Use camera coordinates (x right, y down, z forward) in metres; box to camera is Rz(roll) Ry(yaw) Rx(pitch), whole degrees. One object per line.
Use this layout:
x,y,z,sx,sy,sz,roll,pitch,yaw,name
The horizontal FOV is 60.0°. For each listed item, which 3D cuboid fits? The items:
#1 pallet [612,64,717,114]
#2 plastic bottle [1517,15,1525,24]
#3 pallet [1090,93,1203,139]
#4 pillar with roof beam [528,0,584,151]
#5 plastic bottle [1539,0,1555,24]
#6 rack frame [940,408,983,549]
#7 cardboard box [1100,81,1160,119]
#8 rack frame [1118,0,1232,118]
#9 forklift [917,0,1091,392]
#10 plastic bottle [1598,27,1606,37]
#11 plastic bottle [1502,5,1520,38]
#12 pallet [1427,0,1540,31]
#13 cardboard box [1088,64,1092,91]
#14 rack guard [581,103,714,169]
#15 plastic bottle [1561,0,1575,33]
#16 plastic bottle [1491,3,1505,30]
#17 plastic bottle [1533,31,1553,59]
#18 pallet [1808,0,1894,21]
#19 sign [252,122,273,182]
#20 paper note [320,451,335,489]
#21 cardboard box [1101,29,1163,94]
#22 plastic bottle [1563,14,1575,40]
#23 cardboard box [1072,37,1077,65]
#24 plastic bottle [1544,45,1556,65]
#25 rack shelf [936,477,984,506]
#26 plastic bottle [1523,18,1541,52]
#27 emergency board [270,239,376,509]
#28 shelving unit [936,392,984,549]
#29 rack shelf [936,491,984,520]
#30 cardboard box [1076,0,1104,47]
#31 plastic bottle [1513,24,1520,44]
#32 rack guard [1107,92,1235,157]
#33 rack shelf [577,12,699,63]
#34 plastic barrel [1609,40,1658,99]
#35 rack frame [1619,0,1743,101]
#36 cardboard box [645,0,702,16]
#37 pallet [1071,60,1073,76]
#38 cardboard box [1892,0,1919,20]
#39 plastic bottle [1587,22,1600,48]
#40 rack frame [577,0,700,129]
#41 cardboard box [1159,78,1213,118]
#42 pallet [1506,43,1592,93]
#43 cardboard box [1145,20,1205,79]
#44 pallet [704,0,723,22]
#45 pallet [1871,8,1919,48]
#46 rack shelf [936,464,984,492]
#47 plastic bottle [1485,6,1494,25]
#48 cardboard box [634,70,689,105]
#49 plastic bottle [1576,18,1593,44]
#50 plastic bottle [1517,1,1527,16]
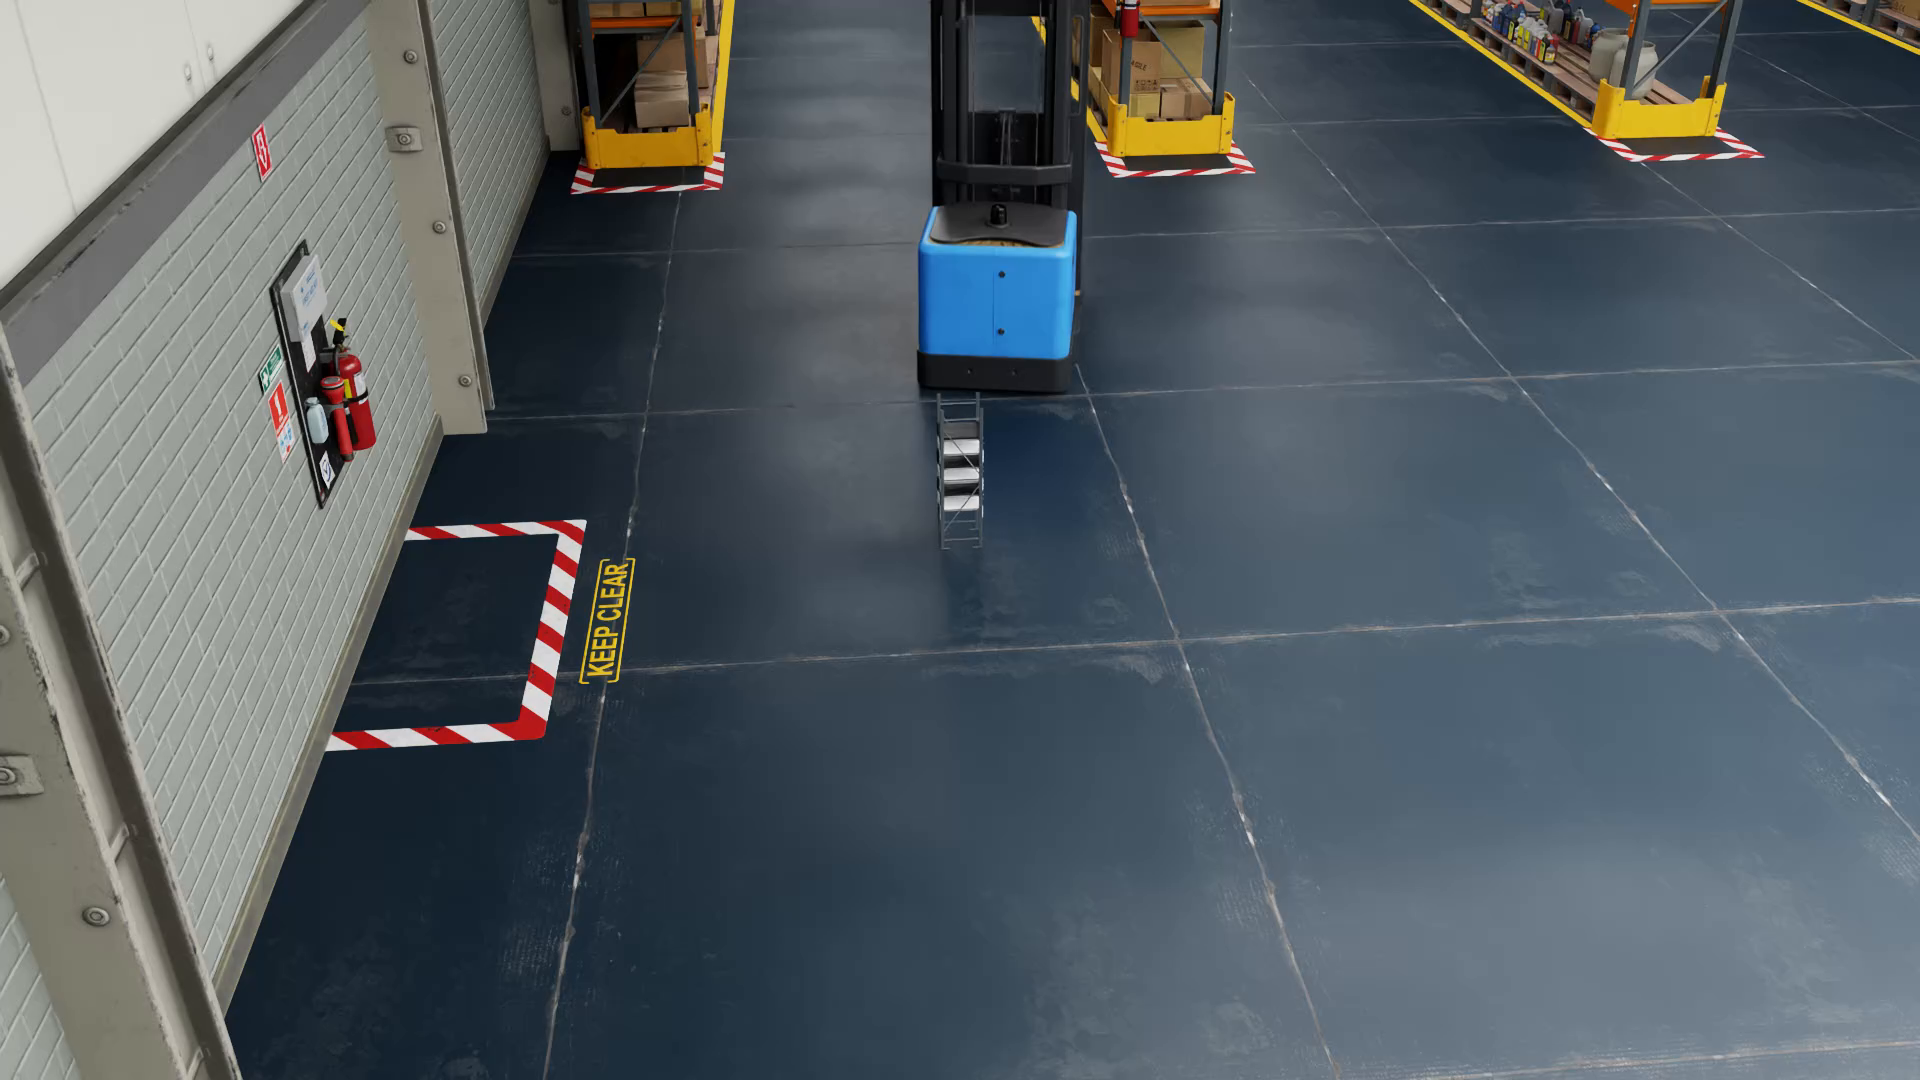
-3.079,-4.712,17.434,1.003,0.211,1.213,-3,31,-5,pallet
6.300,-5.766,18.709,0.097,0.271,0.097,0,31,0,plastic bottle
1.898,-4.263,16.682,1.003,0.211,1.213,-3,31,-5,pallet
0.439,-7.931,14.252,9.100,9.000,0.400,-3,31,-5,pillar with roof beam
6.773,-6.080,19.157,0.144,0.351,0.185,-3,31,-5,plastic bottle
0.009,-0.339,9.439,0.240,0.900,0.006,-3,31,-5,rack frame
1.667,-4.332,16.349,0.500,0.250,0.500,-3,31,-5,cardboard box
2.011,-5.072,15.317,1.000,3.000,0.127,-3,31,-5,rack frame
0.369,-2.994,11.905,1.130,2.935,3.031,3,31,5,forklift
7.043,-5.492,18.251,0.097,0.271,0.097,0,31,0,plastic bottle
6.249,-5.873,18.812,0.144,0.351,0.185,-4,31,-7,plastic bottle
6.458,-6.552,20.513,1.003,0.211,1.213,-3,31,-5,pallet
1.560,-4.842,17.202,0.500,0.250,0.500,-3,31,-5,cardboard box
-2.928,-3.799,15.622,1.175,0.500,0.348,-3,31,-5,rack guard
6.935,-5.988,19.005,0.144,0.351,0.185,-4,31,-7,plastic bottle
6.220,-6.022,19.134,0.152,0.276,0.135,-2,31,-3,plastic bottle
6.339,-5.374,18.049,0.152,0.276,0.135,-3,31,-4,plastic bottle
11.427,-6.787,20.907,1.003,0.211,1.213,-3,31,-5,pallet
-3.192,-1.808,7.592,0.001,0.298,0.199,-3,31,-5,sign
-3.146,-0.350,8.270,0.016,0.148,0.142,-3,31,-5,paper note
1.665,-4.653,16.156,0.500,0.500,0.500,-3,31,-5,cardboard box
6.865,-5.777,18.716,0.061,0.283,0.133,-3,31,-5,plastic bottle
1.462,-5.352,18.057,0.500,0.250,0.500,-3,31,-5,cardboard box
6.335,-5.212,17.850,0.097,0.201,0.097,0,31,0,plastic bottle
-0.001,-0.285,9.589,0.258,0.077,0.200,-3,31,-5,rack shelf
6.307,-5.561,18.289,0.144,0.351,0.185,-2,31,-3,plastic bottle
-3.094,-0.822,8.201,0.194,1.169,0.643,-3,31,-5,emergency board
-0.001,-0.390,9.526,0.258,0.900,0.210,-3,31,-5,shelving unit
-0.001,-0.207,9.636,0.258,0.077,0.200,-3,31,-5,rack shelf
1.511,-5.419,17.437,0.500,0.500,0.500,-3,31,-5,cardboard box
6.253,-5.663,18.606,0.097,0.201,0.097,0,31,0,plastic bottle
2.013,-3.987,15.937,1.175,0.500,0.348,-3,31,-5,rack guard
-3.107,-5.545,16.810,1.077,0.370,4.000,-3,31,-5,rack shelf
6.806,-4.752,16.797,0.421,0.512,0.421,0,31,0,plastic barrel
6.943,-5.308,15.711,1.000,3.000,0.127,-3,31,-5,rack frame
-2.650,-5.041,15.392,0.500,0.250,0.500,-4,31,-6,cardboard box
1.670,-5.509,18.767,1.003,0.211,1.213,-3,31,-5,pallet
11.498,-6.488,19.715,0.500,0.500,0.500,-4,31,-6,cardboard box
7.024,-5.595,18.424,0.097,0.271,0.097,0,31,0,plastic bottle
-2.920,-4.833,14.916,1.000,3.000,0.127,-3,31,-5,rack frame
2.183,-4.356,16.390,0.500,0.250,0.500,-3,31,-5,cardboard box
6.708,-5.183,18.222,1.003,0.211,1.213,-3,31,-5,pallet
2.134,-4.934,16.625,0.500,0.500,0.500,-3,31,-5,cardboard box
-3.486,-6.700,20.761,1.003,0.211,1.213,-3,31,-5,pallet
11.599,-6.049,19.671,1.003,0.211,1.213,-3,31,-5,pallet
-0.001,-0.362,9.543,0.258,0.077,0.200,-3,31,-5,rack shelf
6.172,-6.102,19.340,0.097,0.201,0.097,0,31,0,plastic bottle
-2.949,-4.516,16.579,0.500,0.311,0.500,0,31,0,cardboard box
6.976,-5.708,18.609,0.152,0.276,0.135,-2,31,-4,plastic bottle
6.375,-5.976,18.984,0.144,0.351,0.185,-3,31,-5,plastic bottle
